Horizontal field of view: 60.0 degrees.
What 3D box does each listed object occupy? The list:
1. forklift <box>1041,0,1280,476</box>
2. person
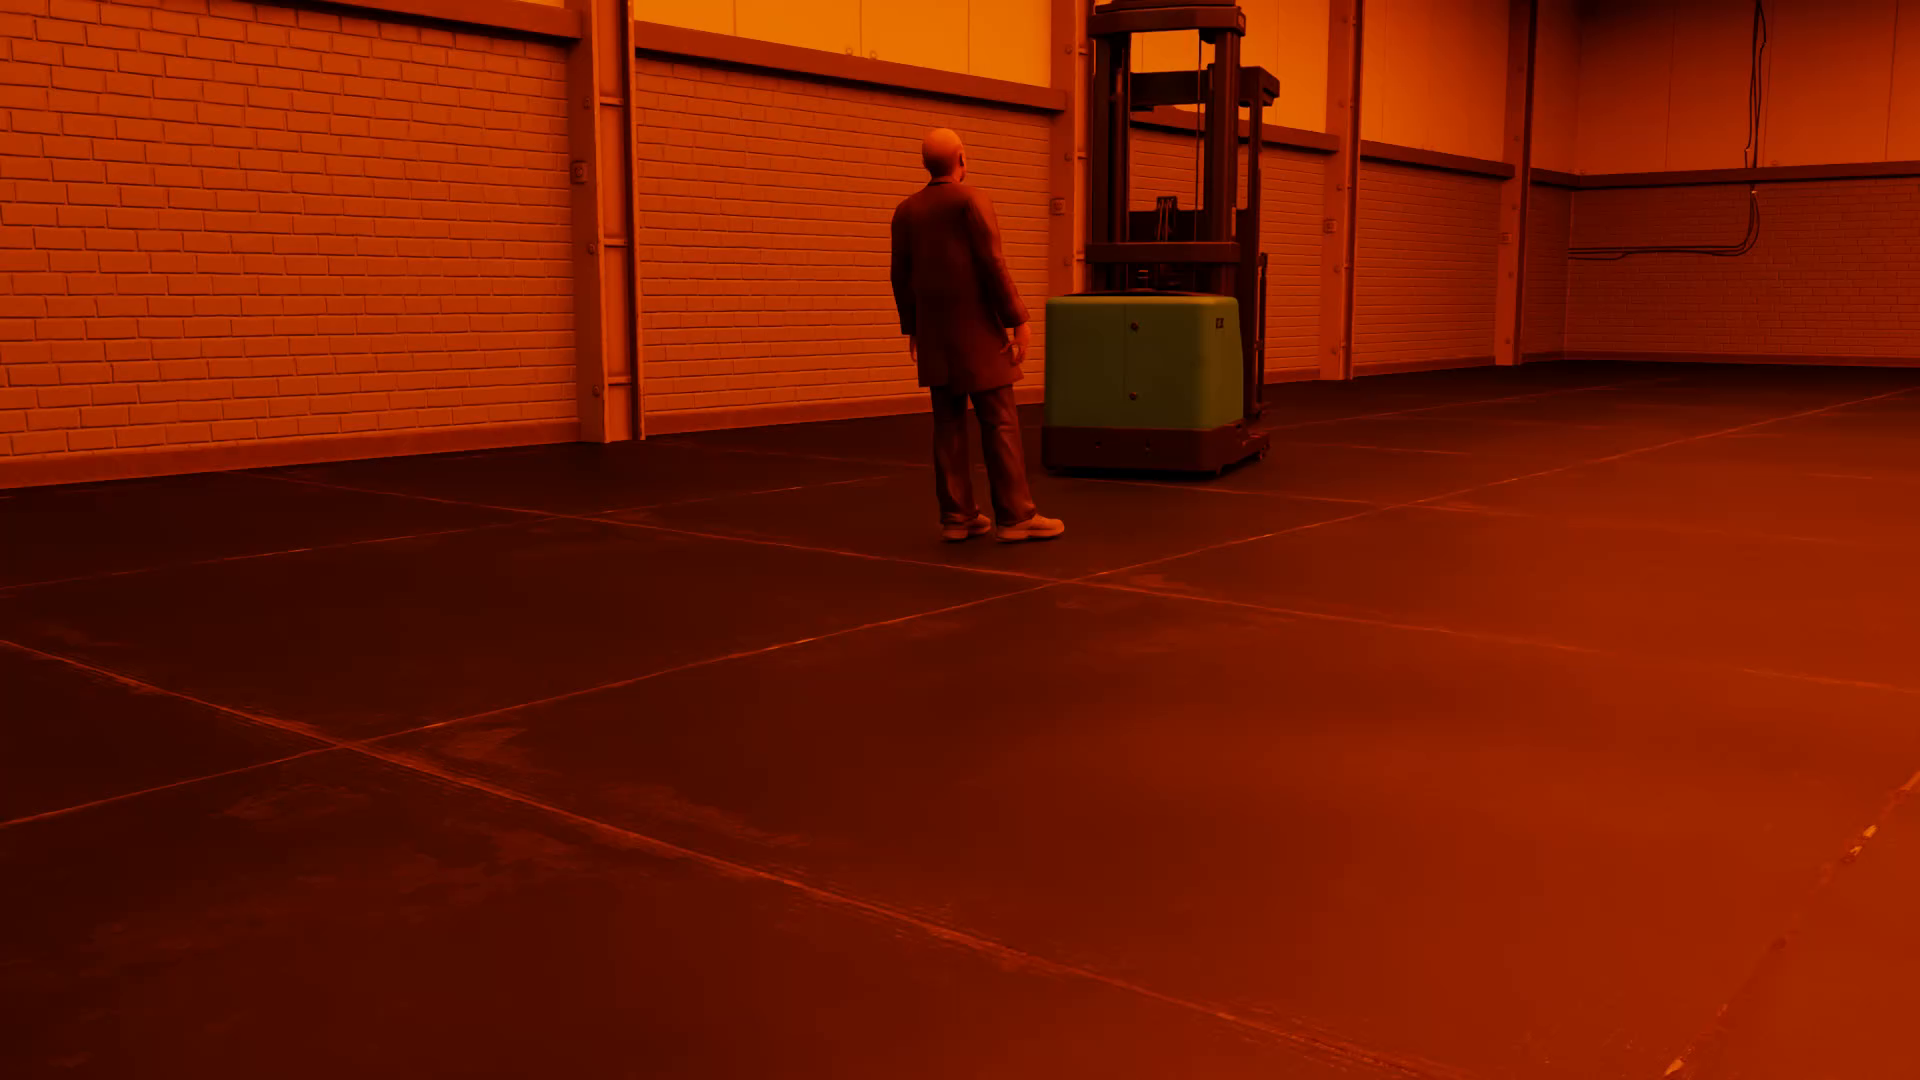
[{"bbox_3d":[1.470,-2.003,10.972,1.130,2.935,3.031,3,9,20],"label":"forklift"},{"bbox_3d":[0.061,-0.897,7.344,0.698,1.778,0.579,7,11,38],"label":"person"}]
